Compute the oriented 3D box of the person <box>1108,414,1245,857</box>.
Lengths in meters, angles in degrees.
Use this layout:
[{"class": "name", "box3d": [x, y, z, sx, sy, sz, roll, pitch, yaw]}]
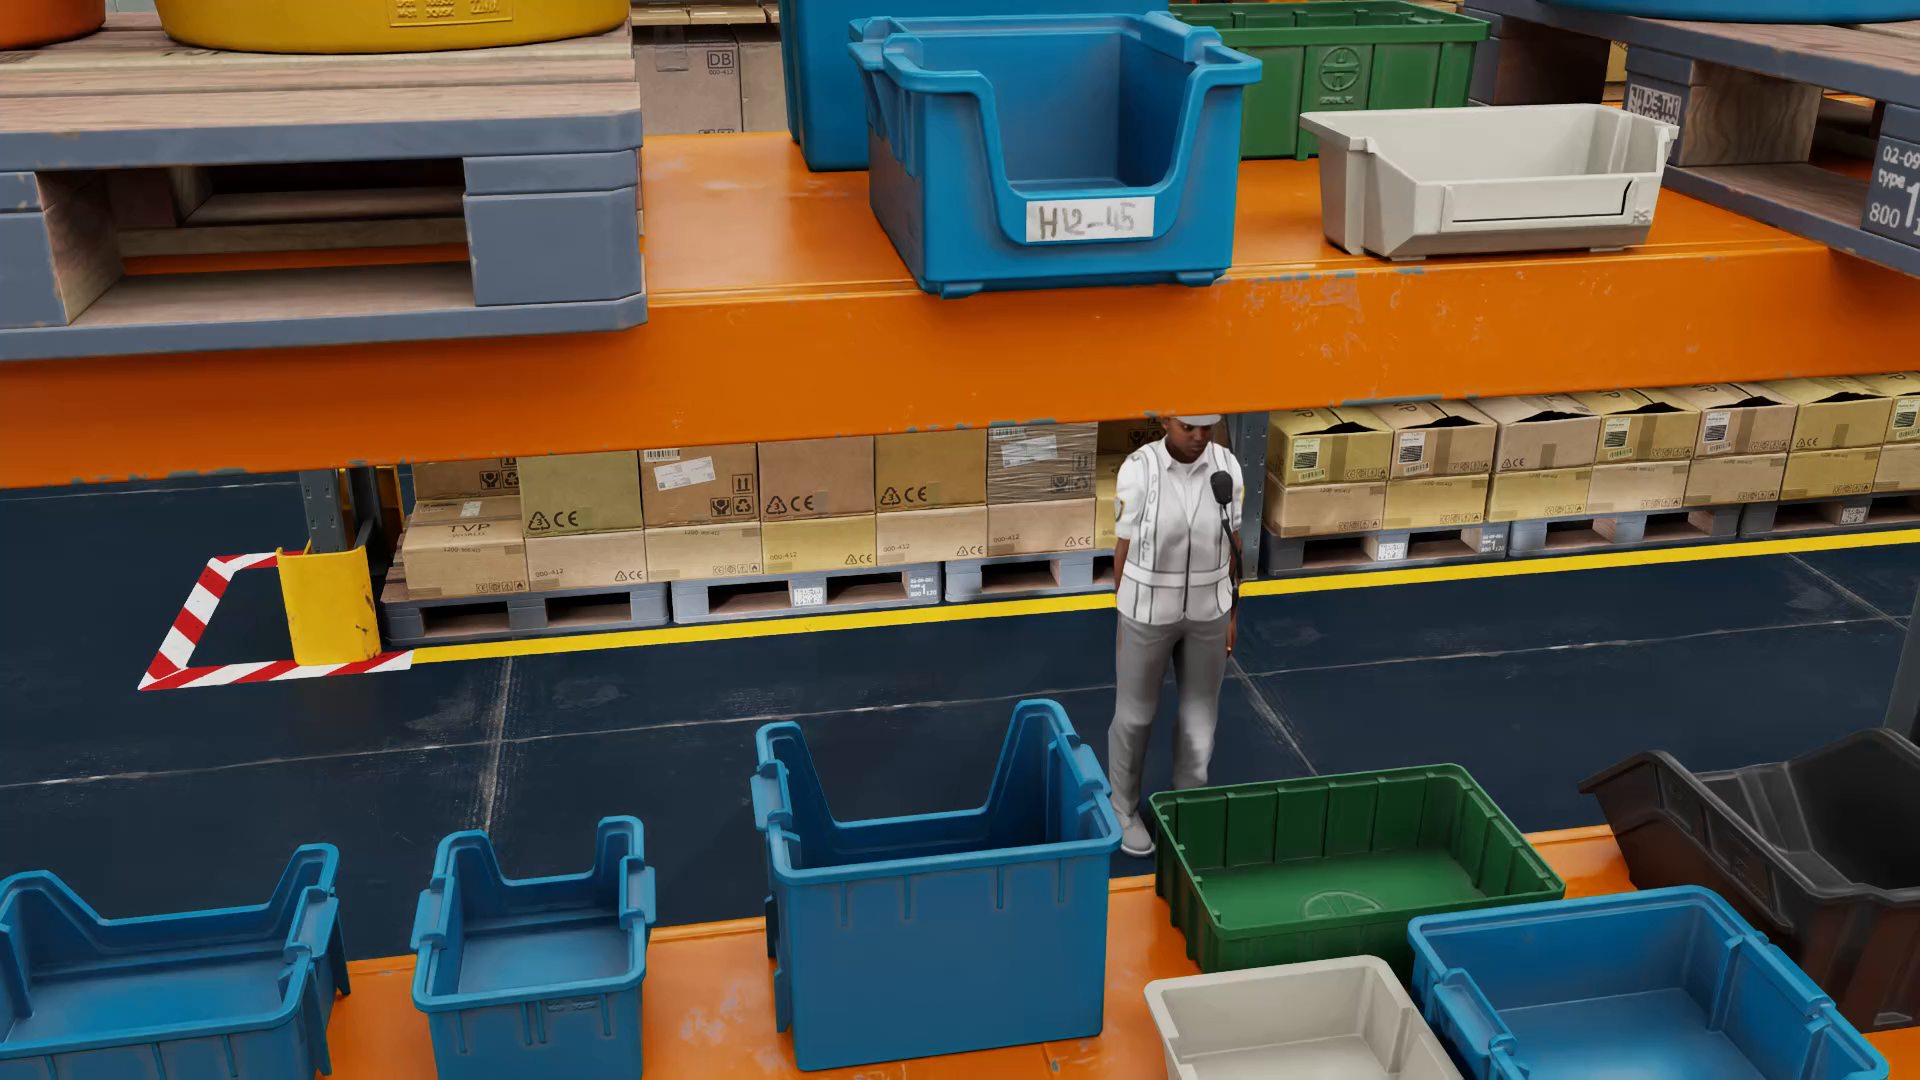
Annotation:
[{"class": "person", "box3d": [0.720, 0.253, 5.501, 0.436, 1.678, 0.339, -4, 24, -8]}]
